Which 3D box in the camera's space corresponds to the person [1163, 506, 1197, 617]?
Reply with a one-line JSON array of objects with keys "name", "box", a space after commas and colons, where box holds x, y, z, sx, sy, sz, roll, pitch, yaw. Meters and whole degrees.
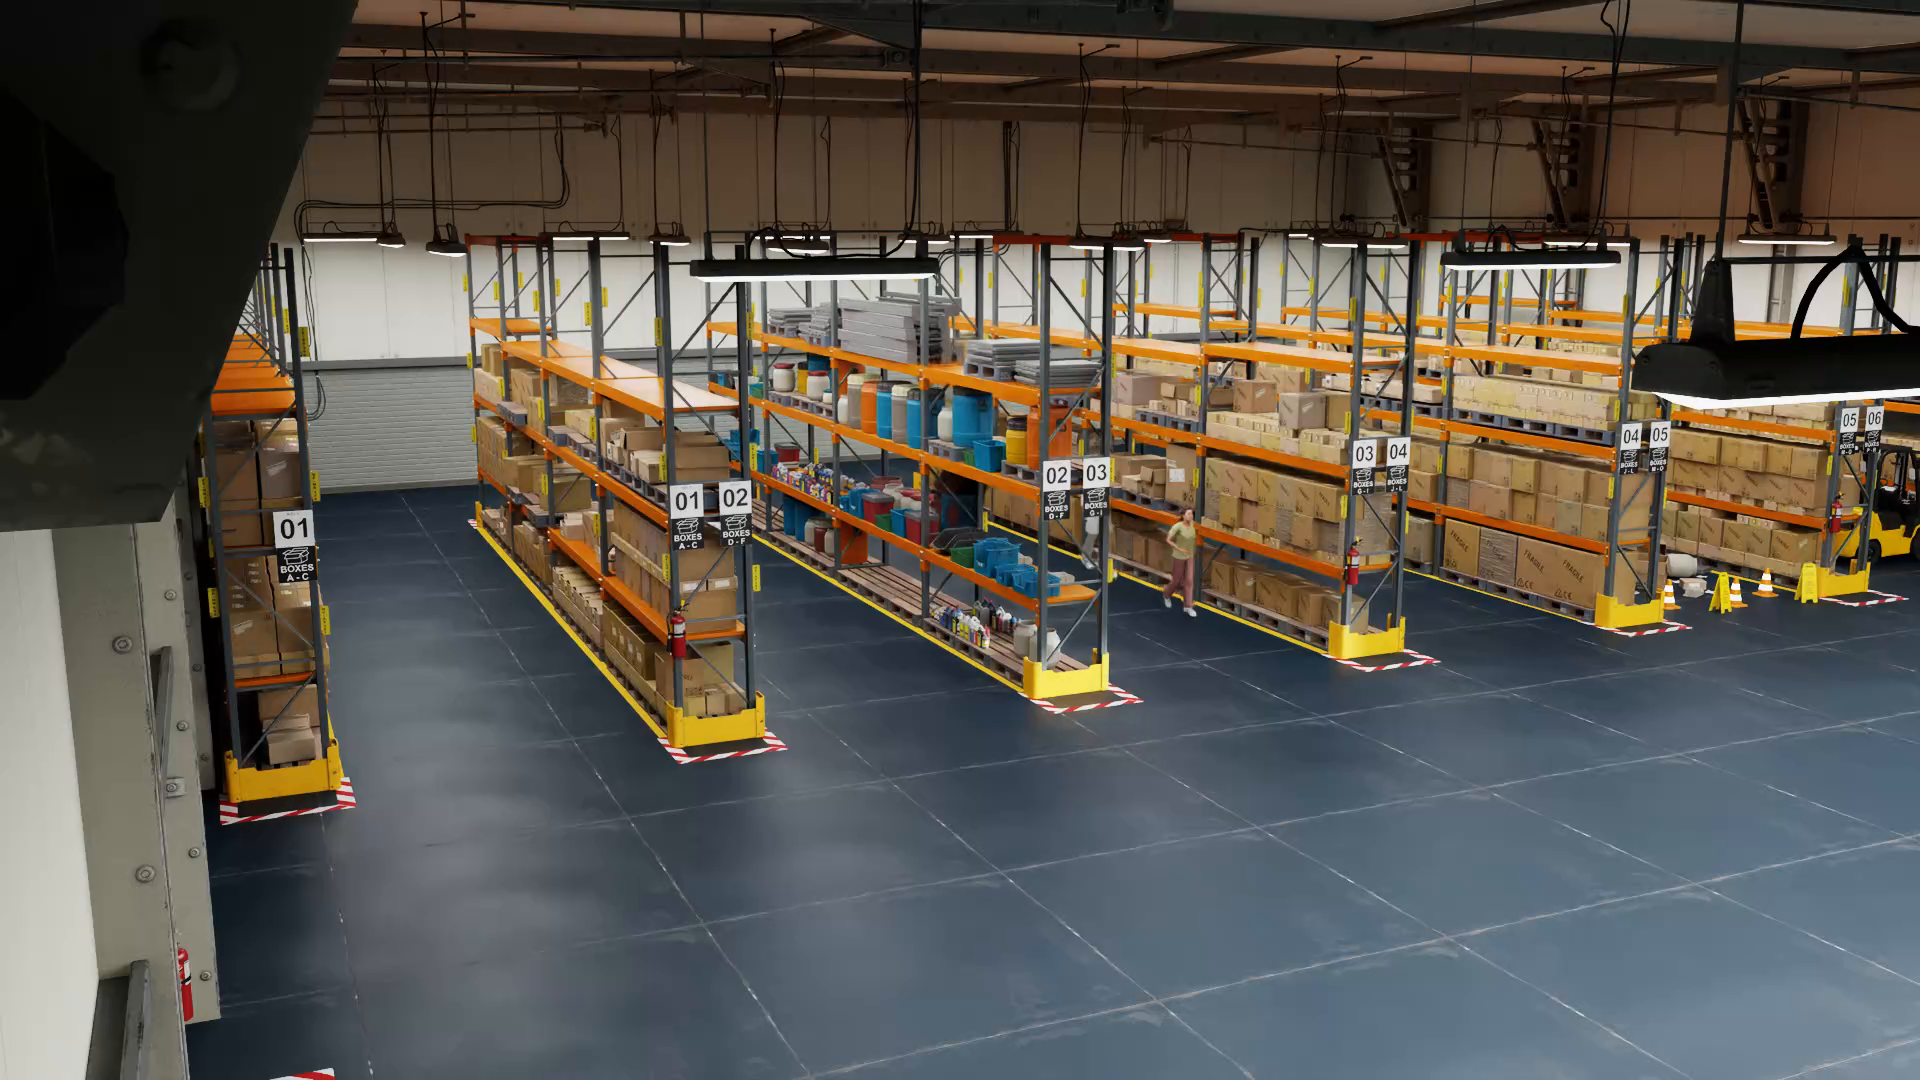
[{"name": "person", "box": [3.451, 0.300, 25.768, 0.601, 1.651, 0.872, -7, 13, -31]}]

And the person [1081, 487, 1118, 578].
[{"name": "person", "box": [2.378, -0.313, 28.624, 0.686, 1.869, 0.832, -7, 13, -31]}]

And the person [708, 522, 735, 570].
[{"name": "person", "box": [-4.026, 0.165, 27.988, 0.623, 1.666, 0.561, -8, 13, -34]}]
